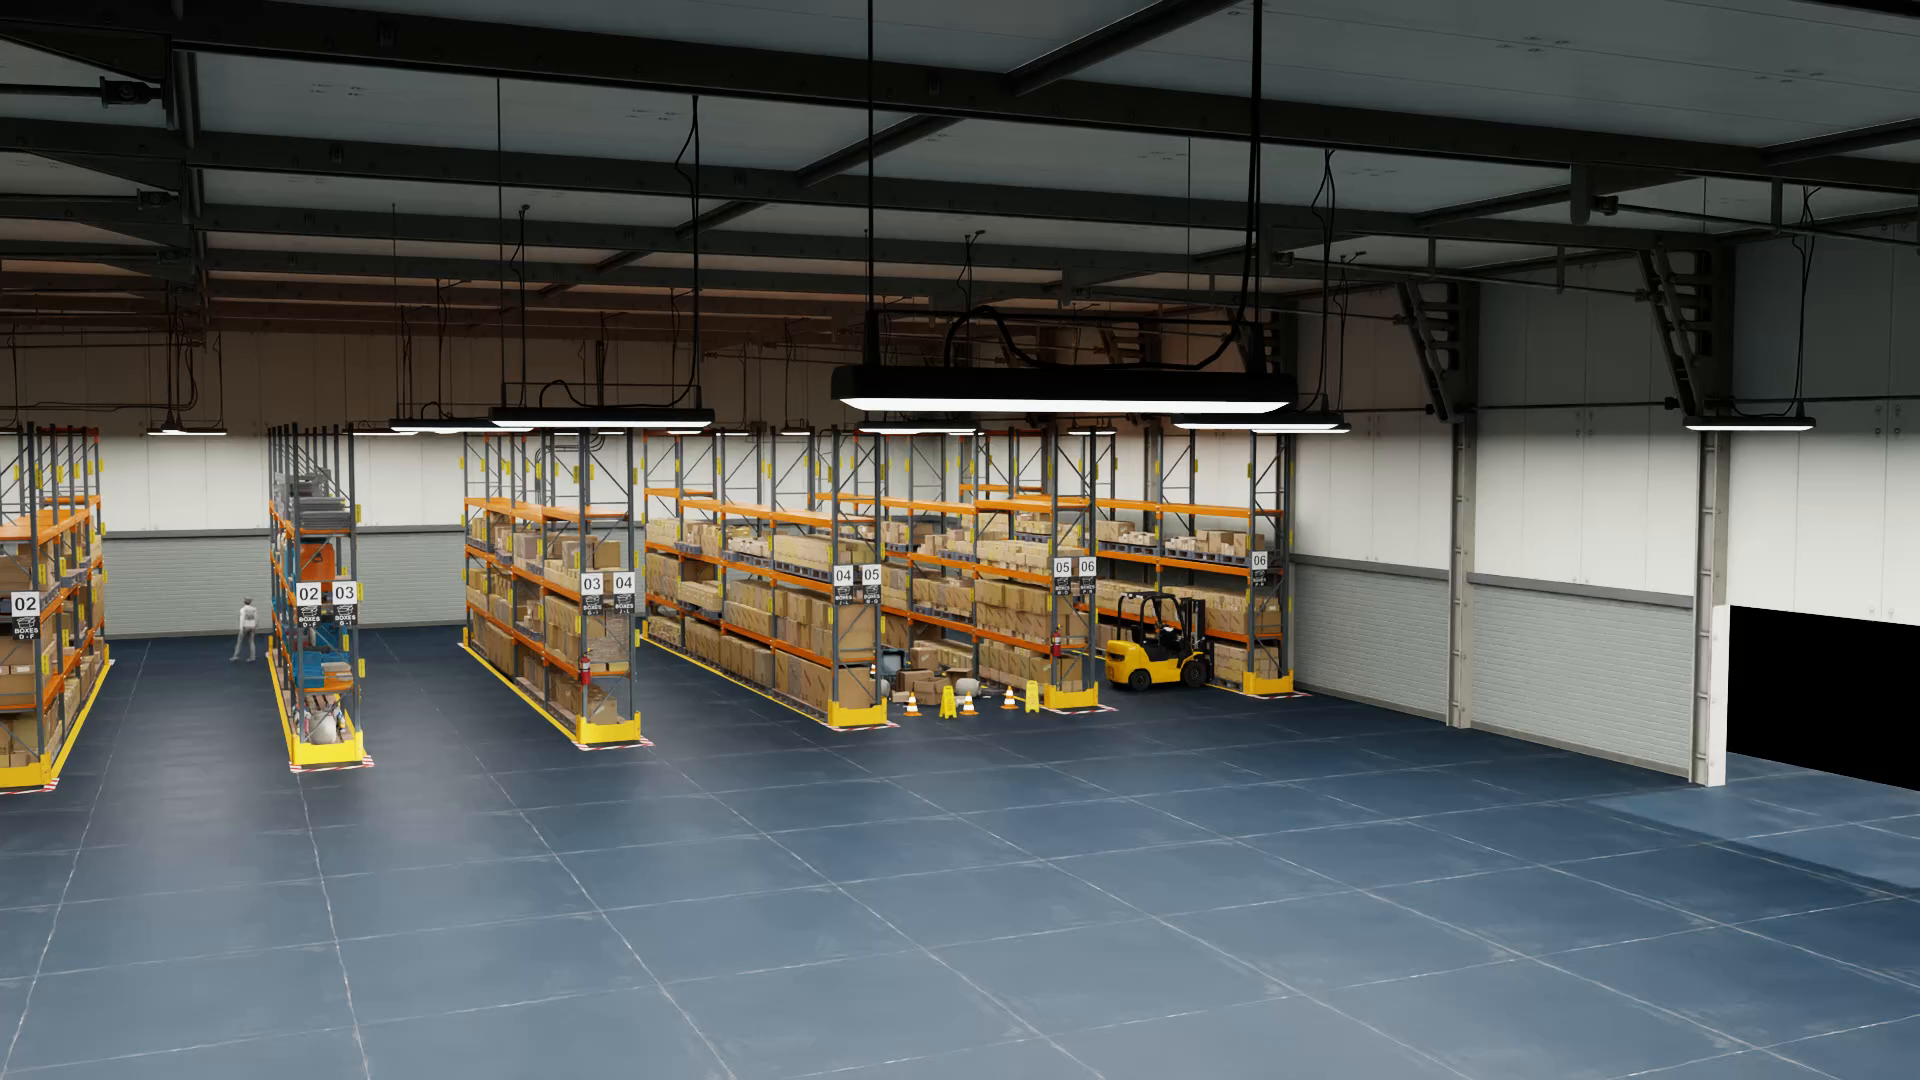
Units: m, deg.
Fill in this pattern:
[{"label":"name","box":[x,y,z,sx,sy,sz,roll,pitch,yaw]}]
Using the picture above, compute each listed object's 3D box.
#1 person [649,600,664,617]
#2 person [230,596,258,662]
[{"label":"person","box":[-9.175,1.768,50.127,0.564,1.753,0.866,2,4,25]},{"label":"person","box":[-18.375,2.286,42.748,0.665,1.673,0.592,3,5,40]}]
